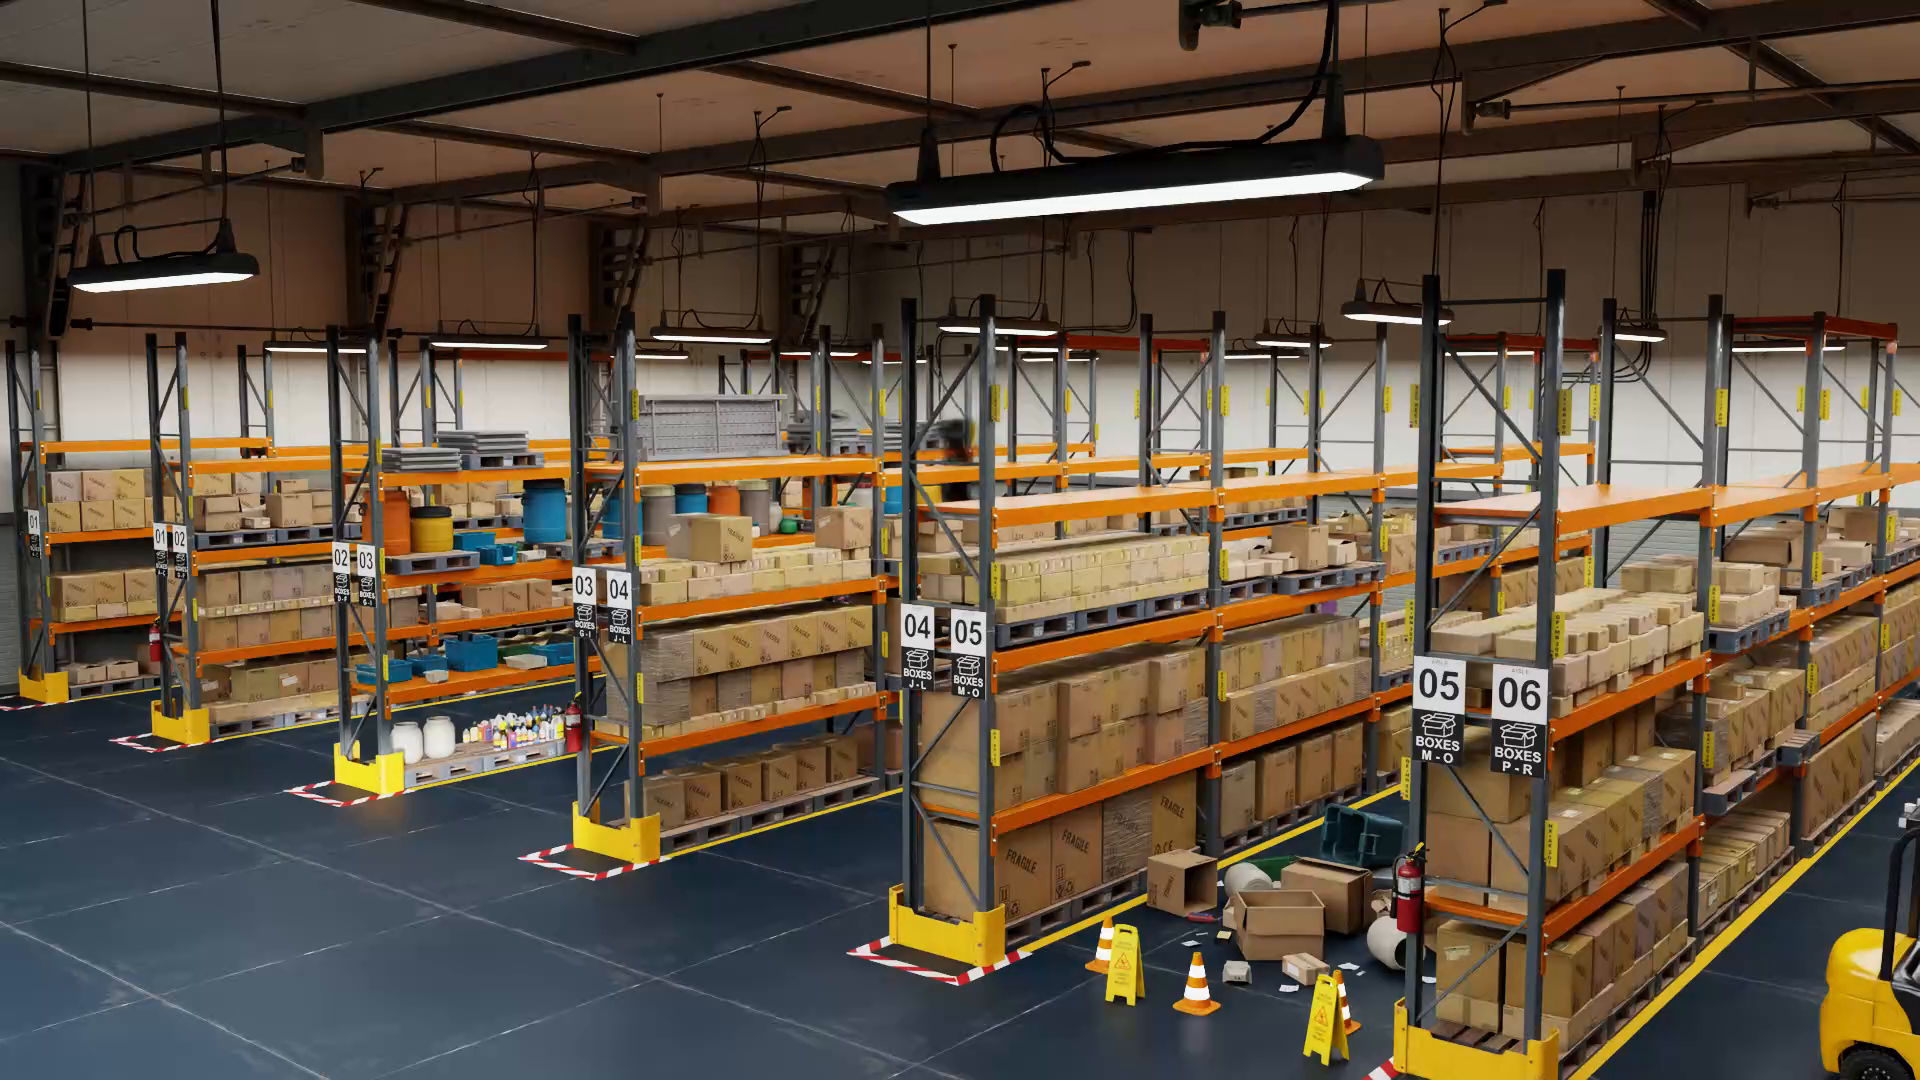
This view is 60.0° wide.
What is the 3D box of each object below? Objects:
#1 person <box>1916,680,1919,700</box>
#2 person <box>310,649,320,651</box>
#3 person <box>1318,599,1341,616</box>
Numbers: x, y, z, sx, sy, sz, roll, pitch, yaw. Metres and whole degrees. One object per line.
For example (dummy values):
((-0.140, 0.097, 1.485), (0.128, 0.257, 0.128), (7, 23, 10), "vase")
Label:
((15.045, 2.024, 25.571), (0.833, 1.747, 0.589), (3, 6, 29), "person")
((-10.864, 1.772, 28.086), (0.686, 1.752, 0.994), (4, 6, 35), "person")
((7.087, 1.512, 32.114), (0.572, 1.570, 0.500), (-4, 6, -37), "person")
